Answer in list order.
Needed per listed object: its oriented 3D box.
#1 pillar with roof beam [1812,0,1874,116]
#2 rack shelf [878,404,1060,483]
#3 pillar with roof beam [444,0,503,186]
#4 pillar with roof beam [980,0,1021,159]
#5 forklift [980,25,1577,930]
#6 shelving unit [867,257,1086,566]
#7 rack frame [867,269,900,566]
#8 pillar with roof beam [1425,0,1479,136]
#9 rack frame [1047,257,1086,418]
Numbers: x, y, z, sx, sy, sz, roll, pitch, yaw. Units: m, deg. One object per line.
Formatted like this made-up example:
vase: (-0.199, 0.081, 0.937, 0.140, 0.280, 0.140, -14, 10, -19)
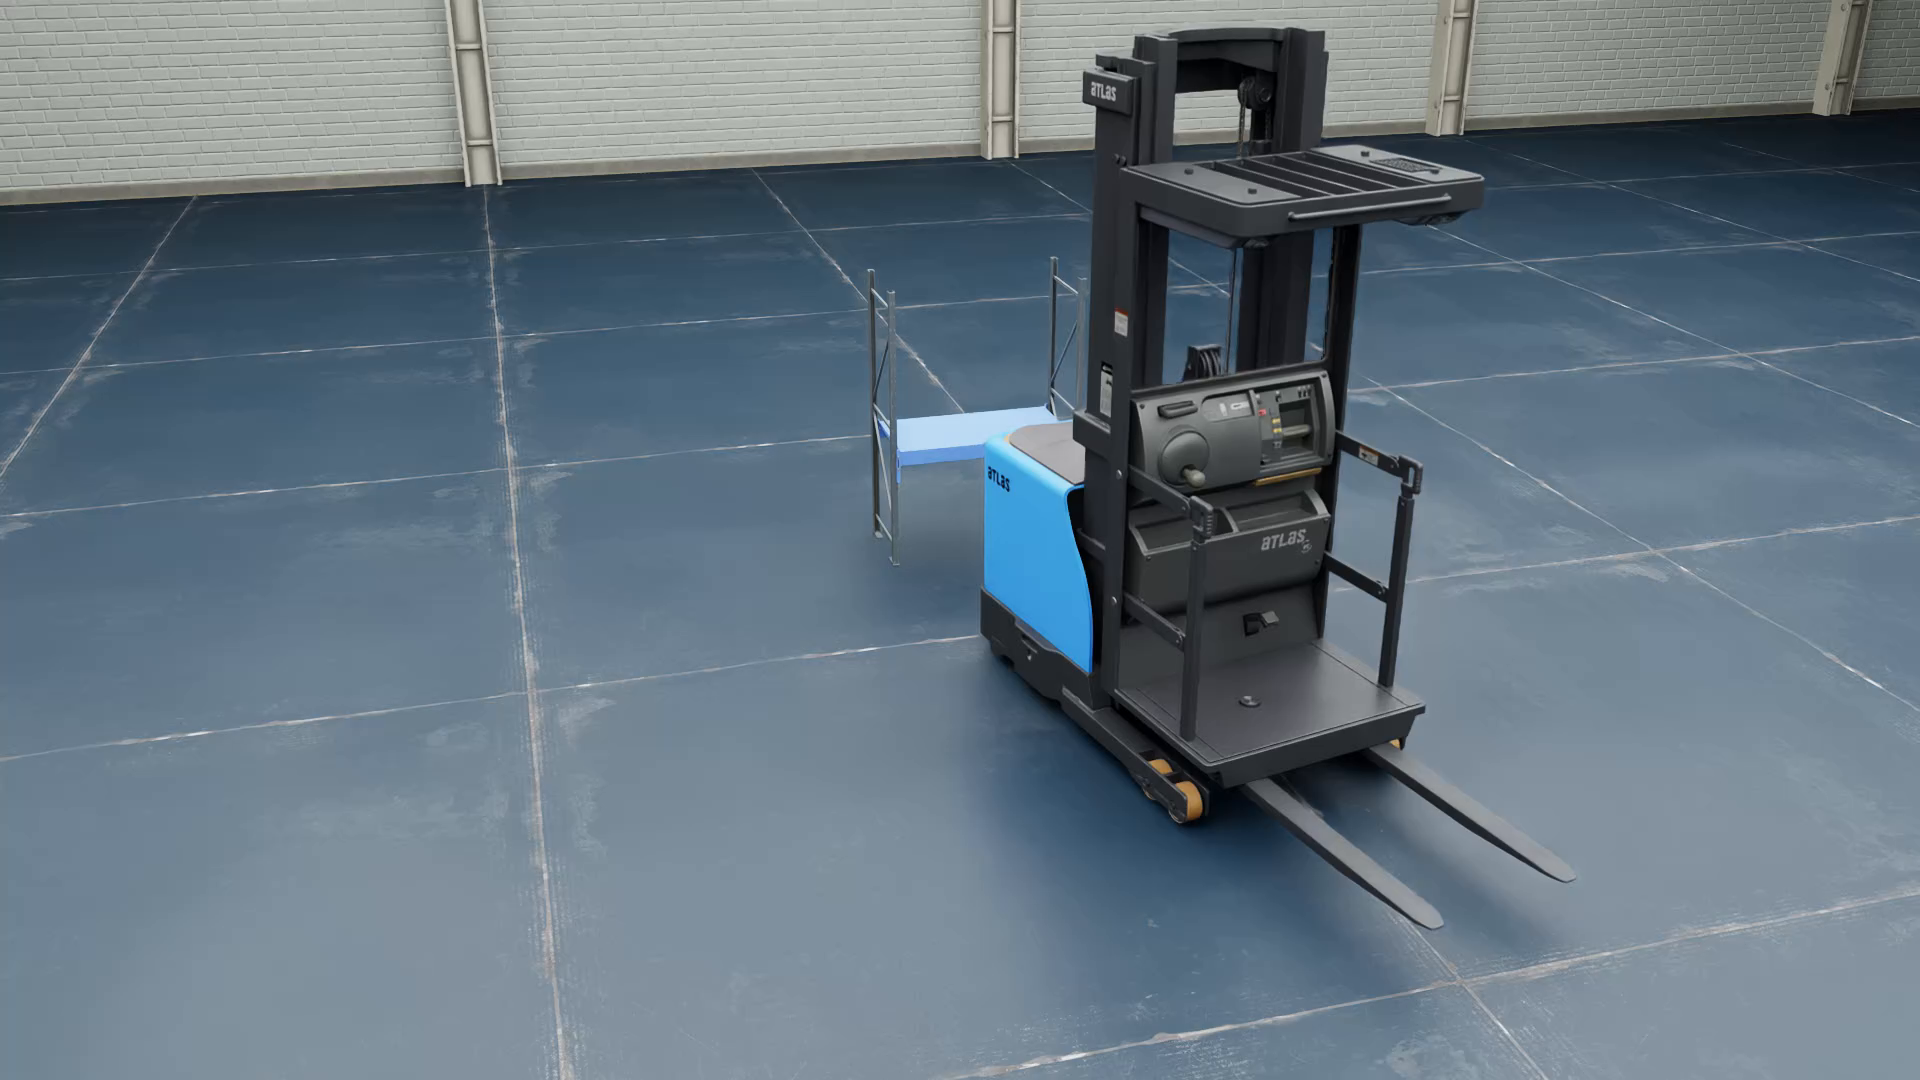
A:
pillar with roof beam: (13.192, -8.396, 17.404, 0.400, 9.000, 9.100, -6, 24, -14)
rack shelf: (0.082, -0.533, 9.046, 1.000, 0.185, 0.538, -6, 24, -14)
pillar with roof beam: (-4.139, -6.478, 12.936, 0.400, 9.000, 9.100, -6, 24, -14)
pillar with roof beam: (1.638, -7.117, 14.425, 0.400, 9.000, 9.100, -6, 24, -14)
forklift: (1.212, -0.419, 6.509, 1.130, 2.935, 3.031, -11, 26, -24)
shelving unit: (0.082, -0.698, 8.975, 1.048, 1.500, 0.538, -6, 24, -14)
rack frame: (-0.407, -0.644, 8.849, 0.032, 1.500, 0.500, -6, 24, -14)
pillar with roof beam: (7.415, -7.756, 15.915, 0.400, 9.000, 9.100, -6, 24, -14)
rack frame: (0.572, -0.752, 9.102, 0.032, 1.500, 0.500, -6, 24, -14)
